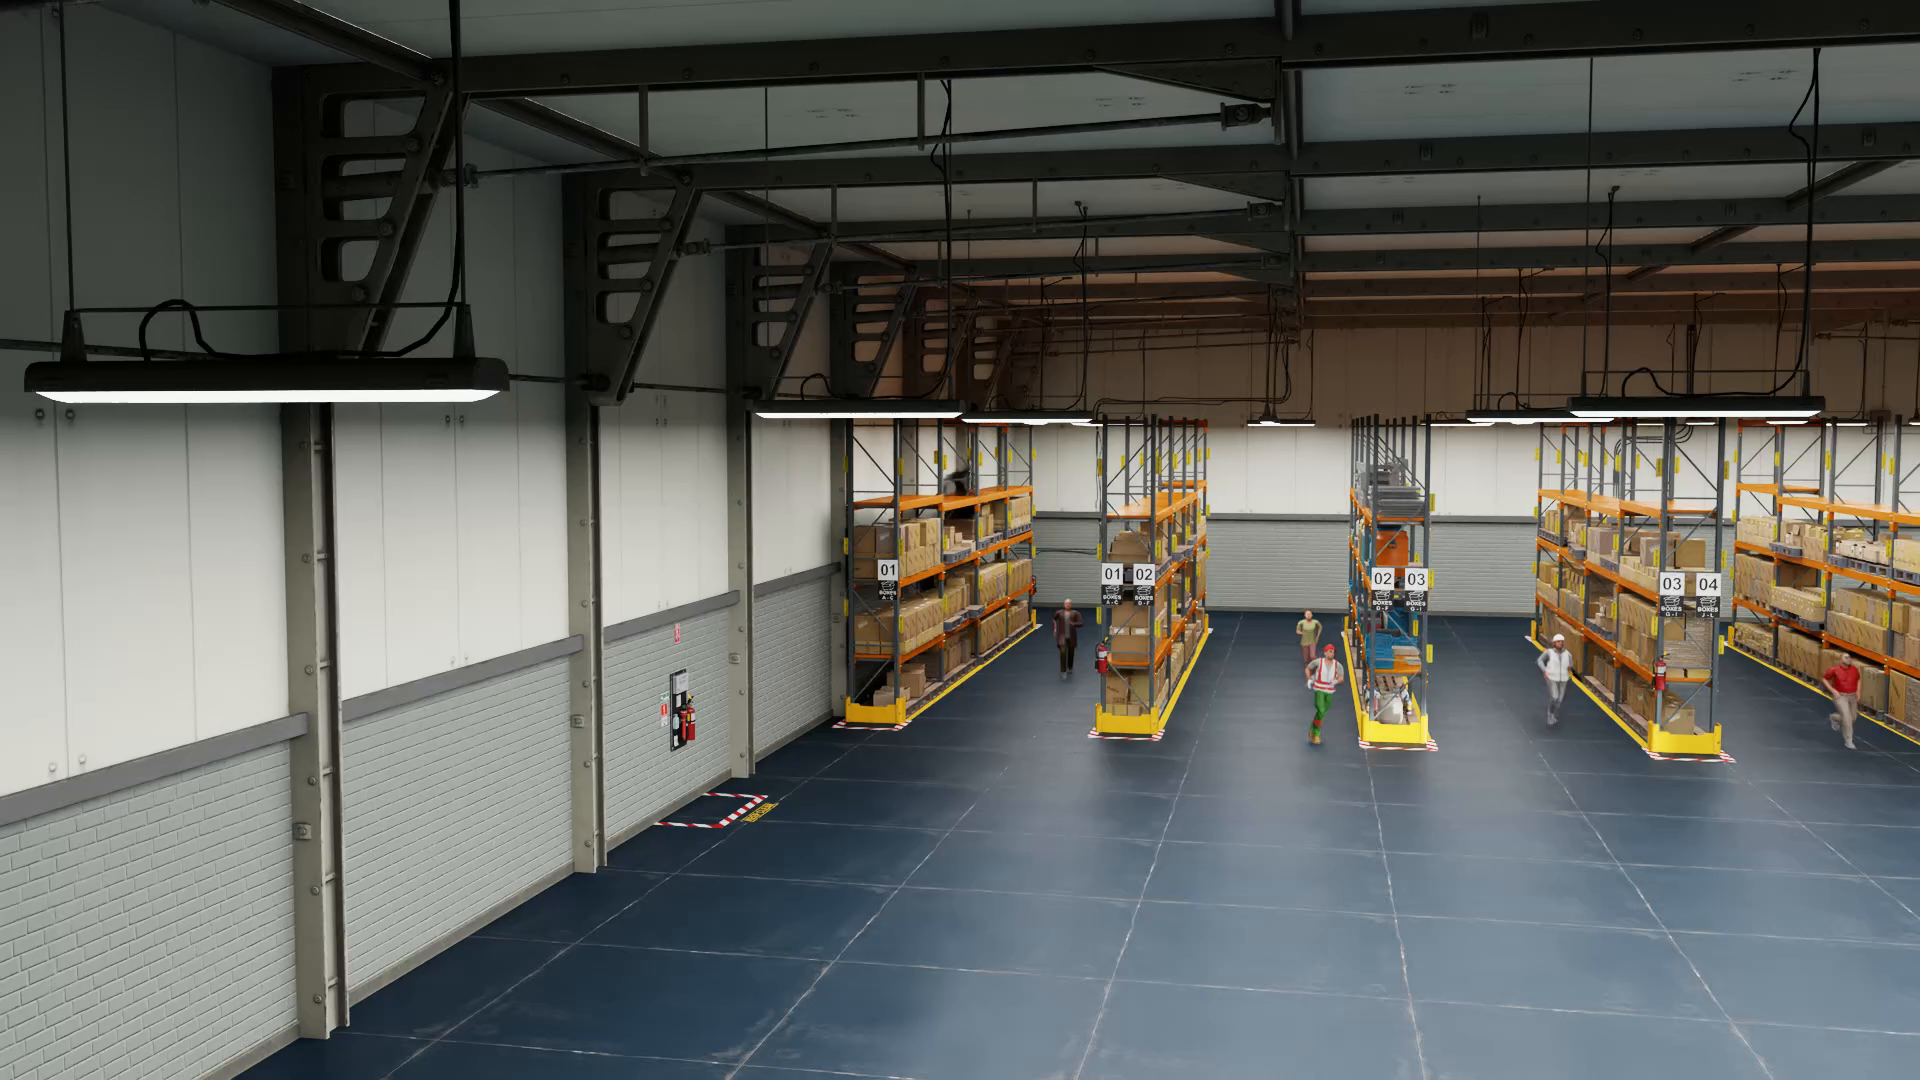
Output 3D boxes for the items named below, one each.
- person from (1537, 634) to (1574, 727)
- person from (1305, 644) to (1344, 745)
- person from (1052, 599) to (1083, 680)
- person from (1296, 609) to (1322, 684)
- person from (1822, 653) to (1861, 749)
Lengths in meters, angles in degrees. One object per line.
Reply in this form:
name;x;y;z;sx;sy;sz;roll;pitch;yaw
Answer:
person;11.529;2.711;32.090;0.633;1.789;0.726;0;4;-1
person;6.707;2.814;30.536;0.650;1.819;0.720;-1;4;-11
person;2.476;2.261;38.334;0.686;1.809;0.988;0;4;2
person;7.892;2.392;37.664;0.562;1.677;0.748;1;4;16
person;16.049;2.893;30.219;0.656;1.710;0.913;0;4;-7
